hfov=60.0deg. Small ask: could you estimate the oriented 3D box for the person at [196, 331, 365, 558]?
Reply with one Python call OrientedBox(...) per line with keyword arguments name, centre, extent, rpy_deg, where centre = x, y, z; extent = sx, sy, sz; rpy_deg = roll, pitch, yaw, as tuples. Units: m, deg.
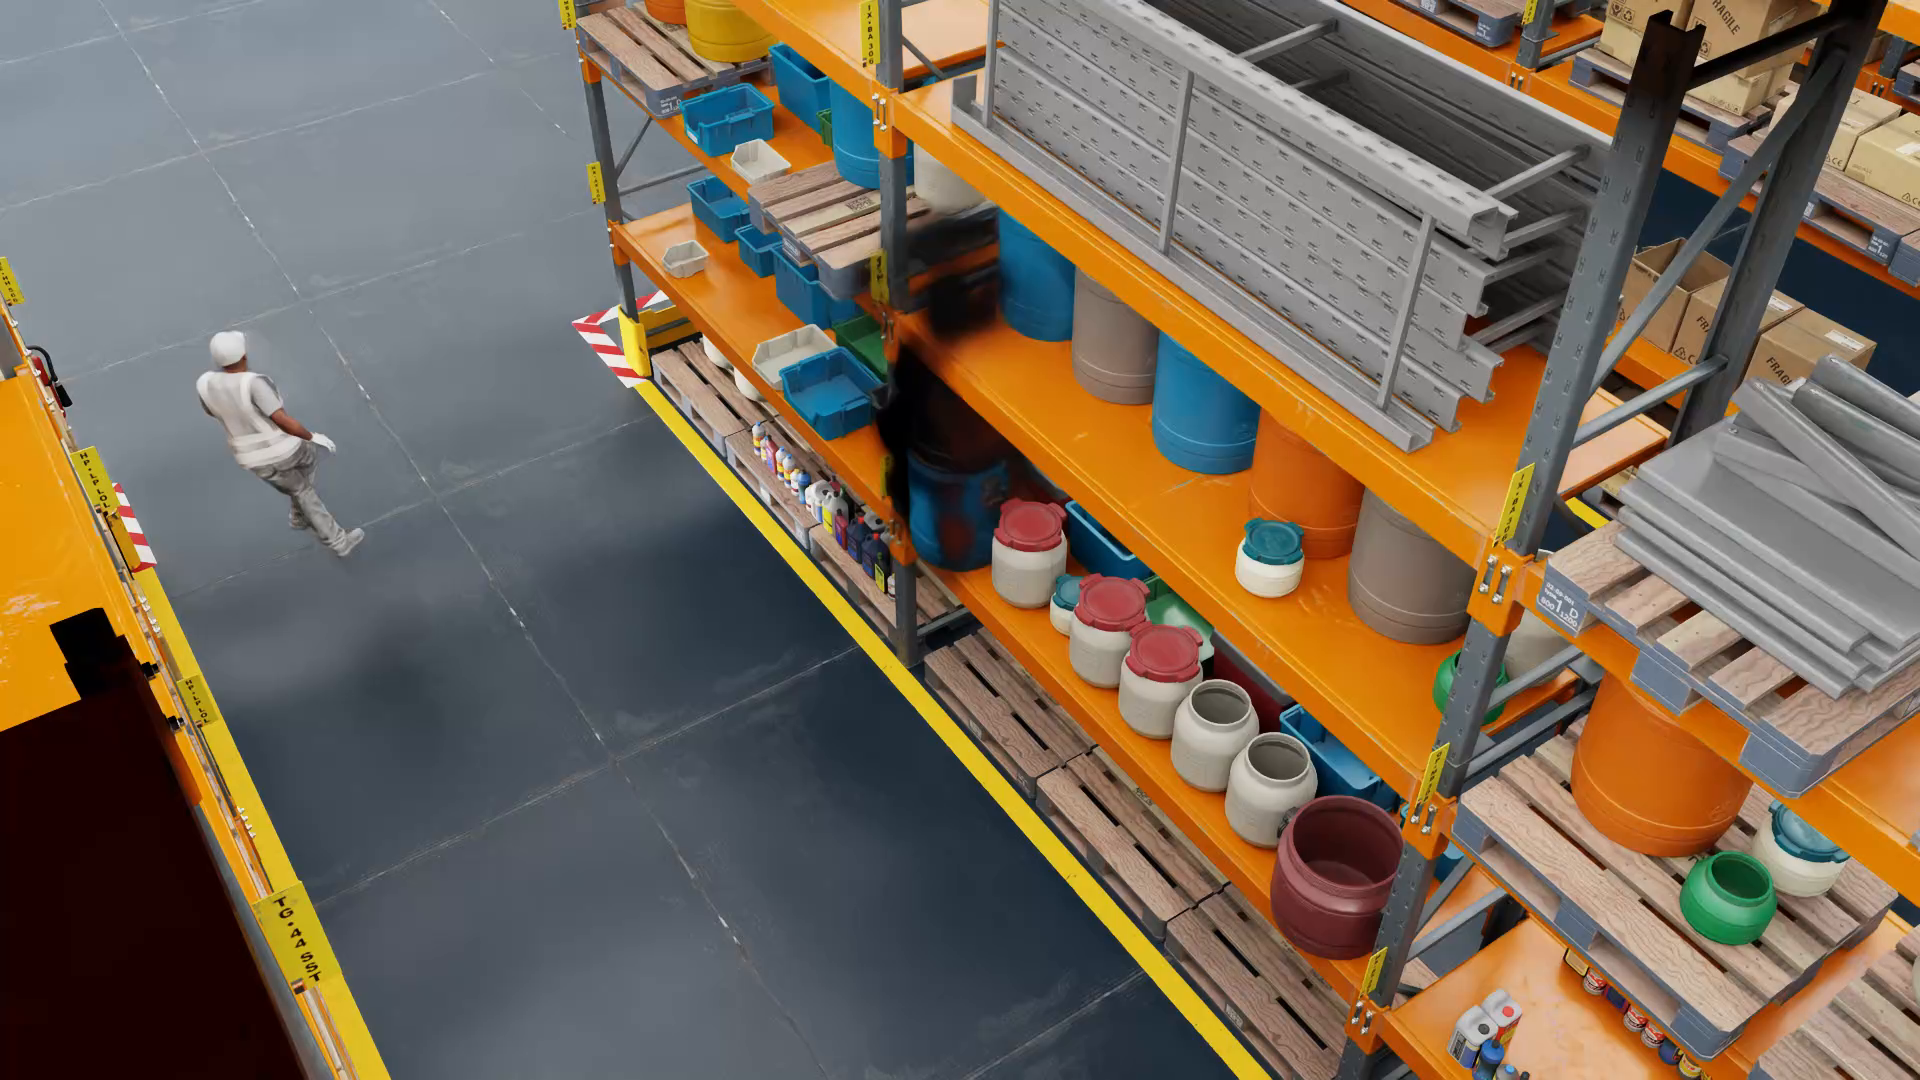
OrientedBox(name="person", centre=(-4.483, -0.616, 10.916), extent=(0.807, 1.711, 0.714), rpy_deg=(-7, 43, -7))
